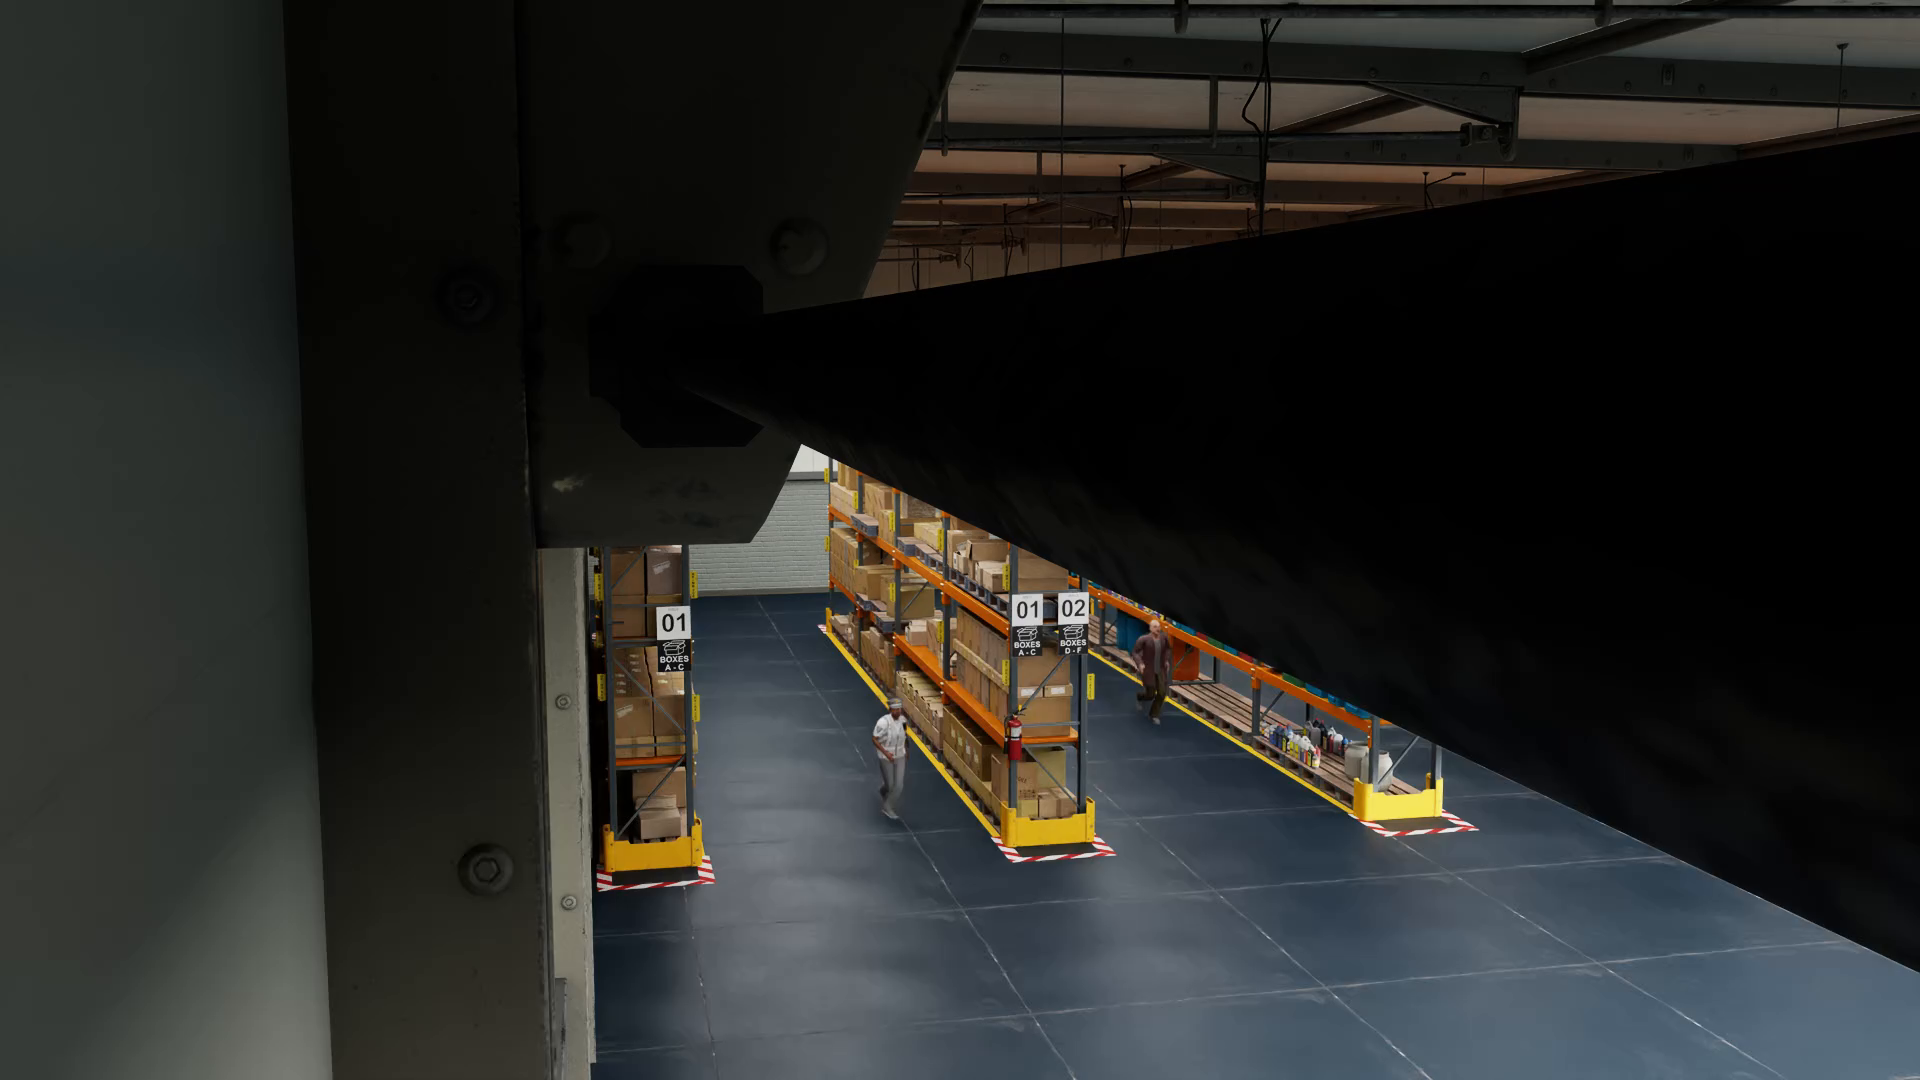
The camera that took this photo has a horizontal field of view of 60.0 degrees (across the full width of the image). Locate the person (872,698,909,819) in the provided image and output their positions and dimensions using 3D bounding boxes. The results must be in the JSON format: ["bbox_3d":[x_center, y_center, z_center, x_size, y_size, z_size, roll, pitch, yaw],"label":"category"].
[{"bbox_3d":[-0.953,2.887,22.338,0.563,1.643,0.612,-3,7,-25],"label":"person"}]

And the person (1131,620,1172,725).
[{"bbox_3d":[3.217,2.184,27.886,0.727,1.734,0.721,-3,7,-21],"label":"person"}]
